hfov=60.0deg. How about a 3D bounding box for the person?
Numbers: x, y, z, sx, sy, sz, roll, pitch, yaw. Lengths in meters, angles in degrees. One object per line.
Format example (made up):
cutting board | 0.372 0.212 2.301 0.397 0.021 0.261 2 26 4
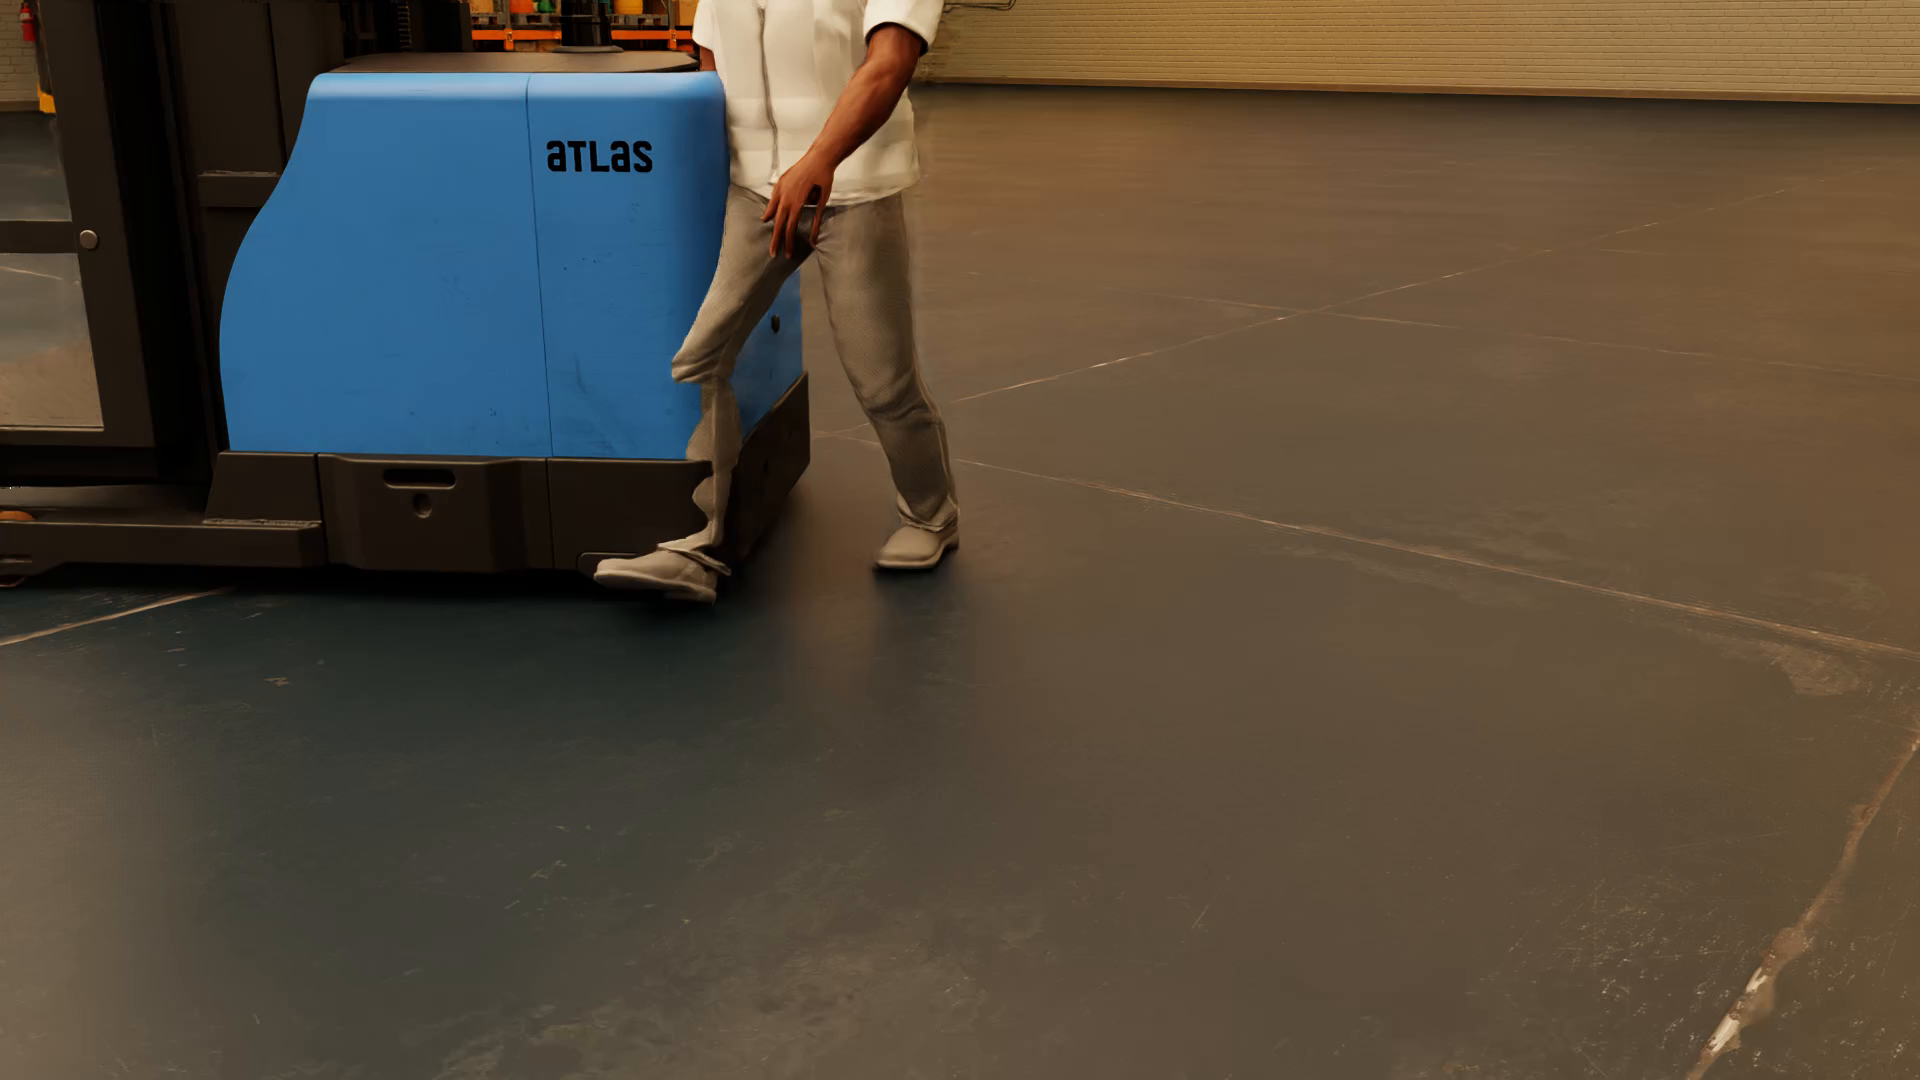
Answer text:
person | -0.372 -0.712 3.389 0.728 1.721 0.864 9 19 26

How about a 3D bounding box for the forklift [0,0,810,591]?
forklift | -1.938 -1.449 3.670 3.031 2.935 1.130 1 17 5
